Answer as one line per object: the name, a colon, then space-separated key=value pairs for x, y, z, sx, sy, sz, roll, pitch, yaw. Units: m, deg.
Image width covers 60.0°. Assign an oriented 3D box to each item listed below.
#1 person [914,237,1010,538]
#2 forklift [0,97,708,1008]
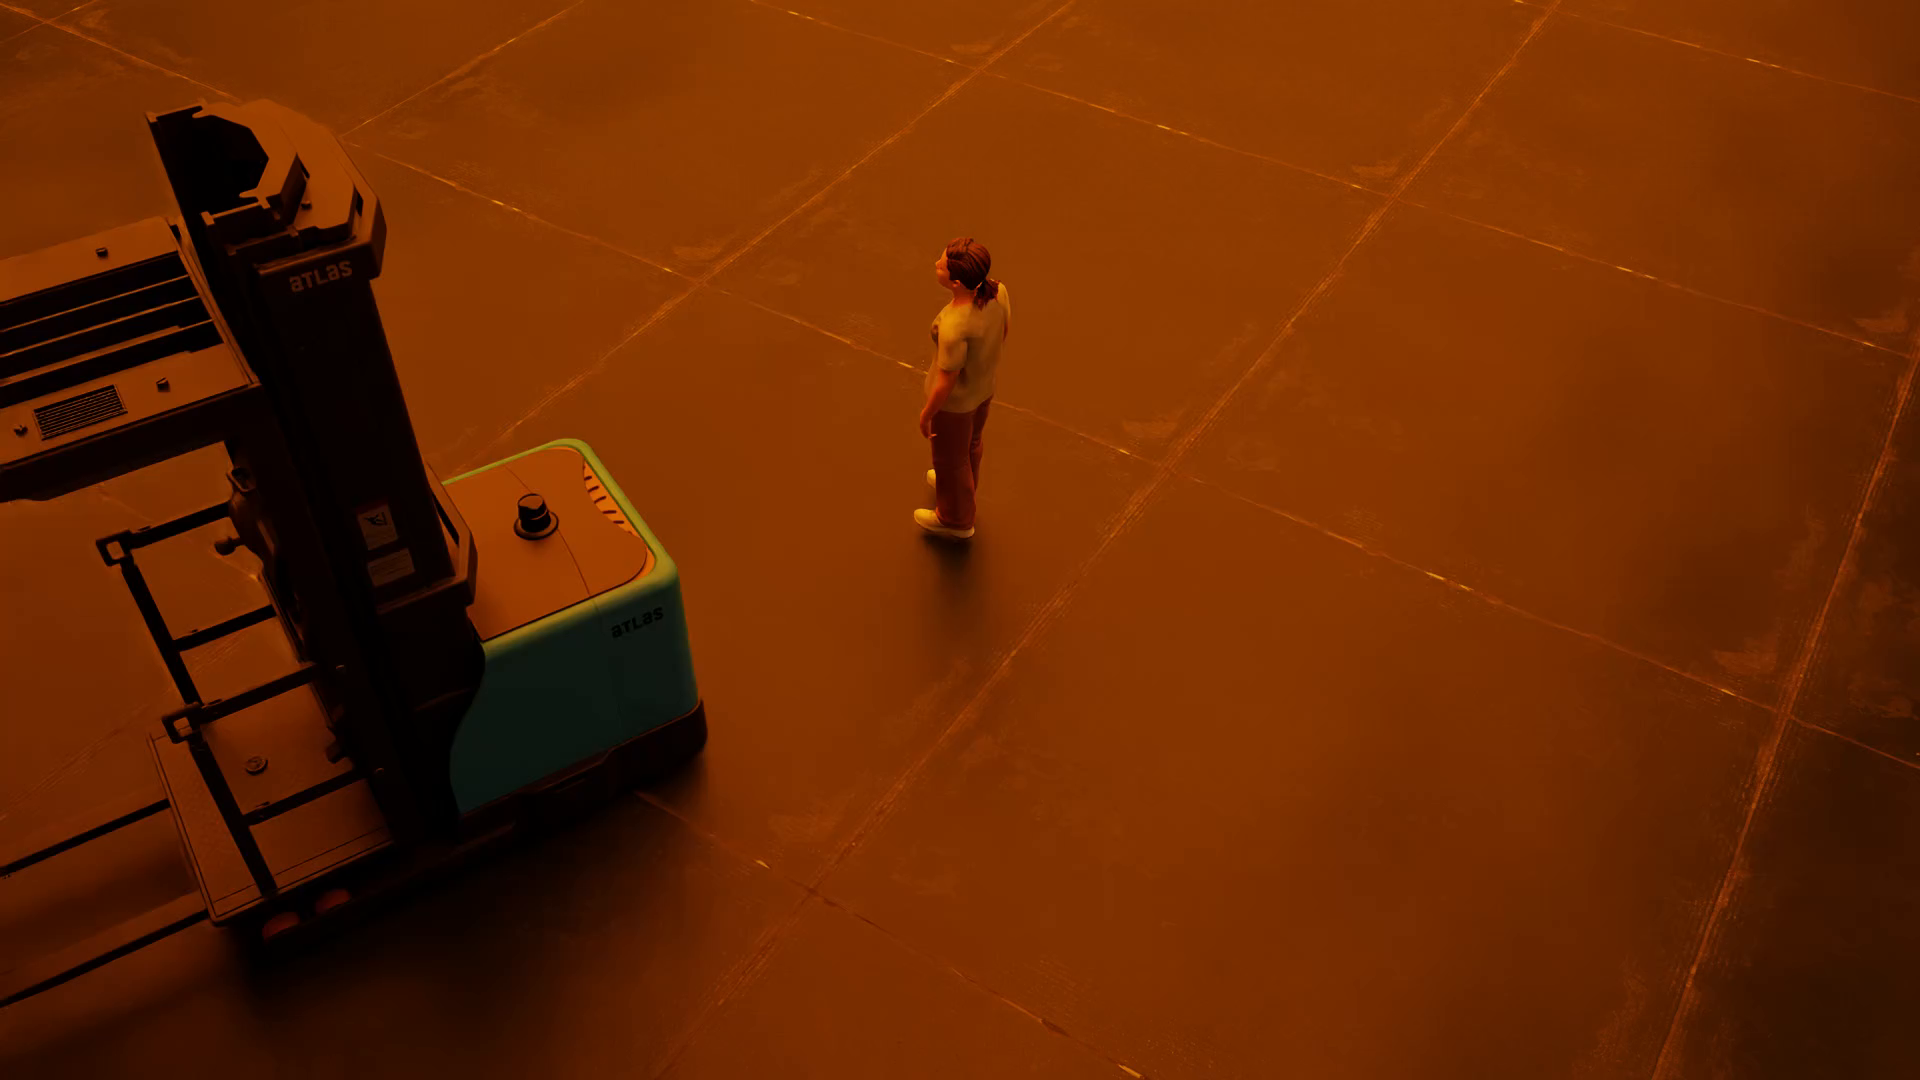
person: x=-0.056 y=-0.677 z=7.406 sx=0.548 sy=1.674 sz=0.552 roll=24 pitch=48 yaw=23
forklift: x=-2.582 y=0.092 z=5.752 sx=3.031 sy=2.935 sz=1.130 roll=-24 pitch=48 yaw=-23
